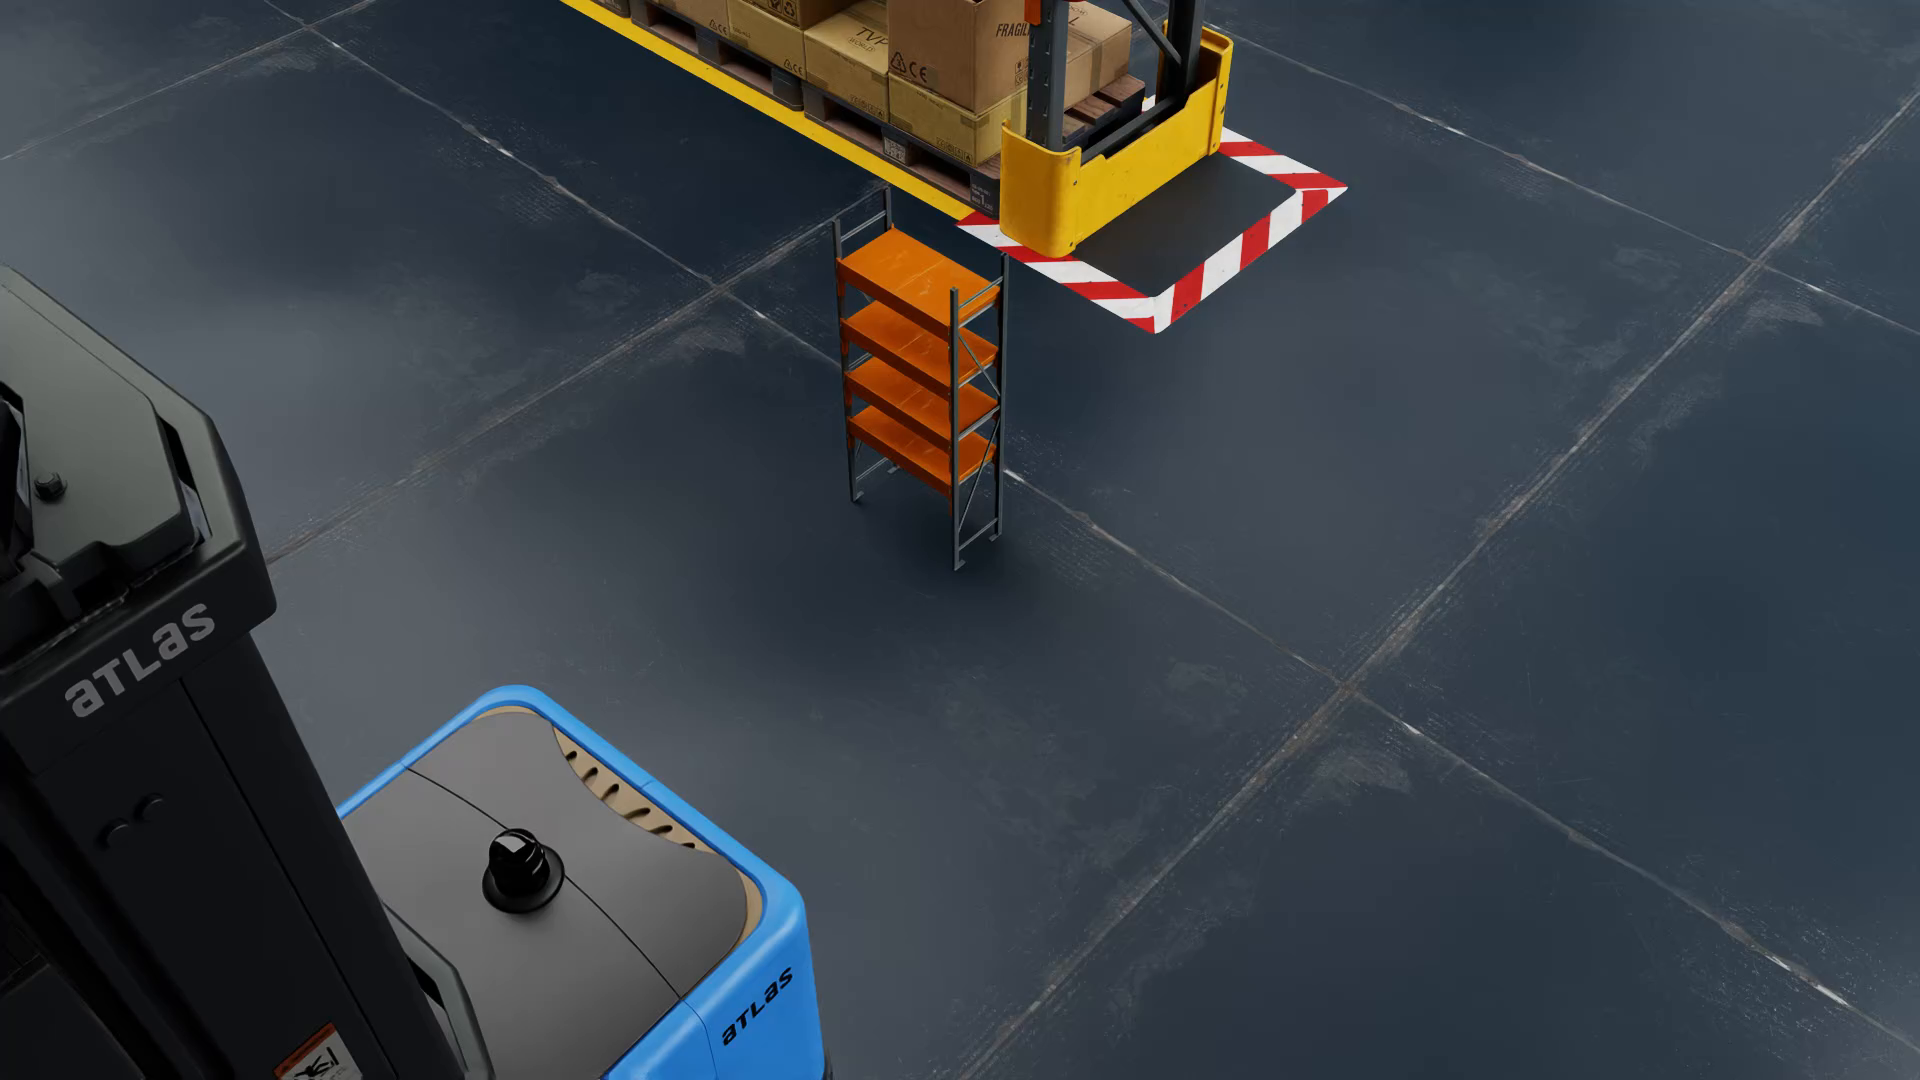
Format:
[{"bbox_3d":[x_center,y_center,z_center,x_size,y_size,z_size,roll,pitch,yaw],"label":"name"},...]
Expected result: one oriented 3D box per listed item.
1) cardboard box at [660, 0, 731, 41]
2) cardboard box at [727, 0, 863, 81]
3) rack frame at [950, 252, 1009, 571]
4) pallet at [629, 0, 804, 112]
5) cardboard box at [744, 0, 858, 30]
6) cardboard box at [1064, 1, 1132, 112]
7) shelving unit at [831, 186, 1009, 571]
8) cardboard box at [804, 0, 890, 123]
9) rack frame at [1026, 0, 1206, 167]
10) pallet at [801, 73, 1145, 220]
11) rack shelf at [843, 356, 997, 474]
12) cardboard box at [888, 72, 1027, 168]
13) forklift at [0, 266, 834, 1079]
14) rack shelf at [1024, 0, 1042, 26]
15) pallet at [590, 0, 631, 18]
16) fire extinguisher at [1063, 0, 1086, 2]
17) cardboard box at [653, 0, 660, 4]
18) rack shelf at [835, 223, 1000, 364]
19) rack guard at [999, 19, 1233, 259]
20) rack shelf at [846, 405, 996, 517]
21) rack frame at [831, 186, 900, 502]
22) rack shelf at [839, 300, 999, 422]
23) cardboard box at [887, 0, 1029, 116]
[{"bbox_3d":[-1.062,-2.619,7.749,0.500,0.250,0.500,34,55,28],"label":"cardboard box"},{"bbox_3d":[-0.695,-2.371,7.516,0.500,0.250,0.500,34,55,28],"label":"cardboard box"},{"bbox_3d":[0.058,-0.372,5.276,0.015,1.200,0.240,34,55,28],"label":"rack frame"},{"bbox_3d":[-0.839,-2.579,8.026,1.213,0.211,1.003,34,55,28],"label":"pallet"},{"bbox_3d":[-0.697,-2.626,7.241,0.500,0.500,0.500,34,55,28],"label":"cardboard box"},{"bbox_3d":[0.400,-2.161,7.320,0.500,0.250,0.500,34,55,28],"label":"cardboard box"},{"bbox_3d":[-0.122,-0.493,5.389,0.503,1.200,0.258,34,55,28],"label":"shelving unit"},{"bbox_3d":[-0.327,-2.124,7.285,0.500,0.250,0.500,34,55,28],"label":"cardboard box"},{"bbox_3d":[0.643,-2.574,6.109,0.127,3.000,1.000,34,55,28],"label":"rack frame"},{"bbox_3d":[0.053,-1.975,7.460,1.213,0.211,1.003,34,55,28],"label":"pallet"},{"bbox_3d":[-0.122,-0.446,5.438,0.480,0.148,0.258,34,55,28],"label":"rack shelf"},{"bbox_3d":[0.049,-1.884,7.059,0.500,0.250,0.500,34,55,28],"label":"cardboard box"},{"bbox_3d":[-1.645,1.103,2.704,1.130,2.935,3.031,31,54,26],"label":"forklift"},{"bbox_3d":[-0.826,-3.317,7.300,4.000,0.370,1.077,34,55,28],"label":"rack shelf"},{"bbox_3d":[-1.740,-3.182,8.593,1.213,0.211,1.003,34,55,28],"label":"pallet"},{"bbox_3d":[0.415,-2.240,5.849,0.183,0.674,0.296,34,55,28],"label":"fire extinguisher"},{"bbox_3d":[-1.433,-2.863,7.978,0.500,0.250,0.500,34,55,28],"label":"cardboard box"},{"bbox_3d":[-0.122,-0.762,5.103,0.480,0.148,0.258,34,55,28],"label":"rack shelf"},{"bbox_3d":[0.661,-1.707,7.010,0.348,0.500,1.175,34,55,28],"label":"rack guard"},{"bbox_3d":[-0.122,-0.311,5.583,0.480,0.148,0.258,34,55,28],"label":"rack shelf"},{"bbox_3d":[-0.301,-0.613,5.503,0.015,1.200,0.240,34,55,28],"label":"rack frame"},{"bbox_3d":[-0.122,-0.600,5.275,0.480,0.148,0.258,34,55,28],"label":"rack shelf"},{"bbox_3d":[0.047,-2.139,6.785,0.500,0.500,0.500,34,55,28],"label":"cardboard box"}]
